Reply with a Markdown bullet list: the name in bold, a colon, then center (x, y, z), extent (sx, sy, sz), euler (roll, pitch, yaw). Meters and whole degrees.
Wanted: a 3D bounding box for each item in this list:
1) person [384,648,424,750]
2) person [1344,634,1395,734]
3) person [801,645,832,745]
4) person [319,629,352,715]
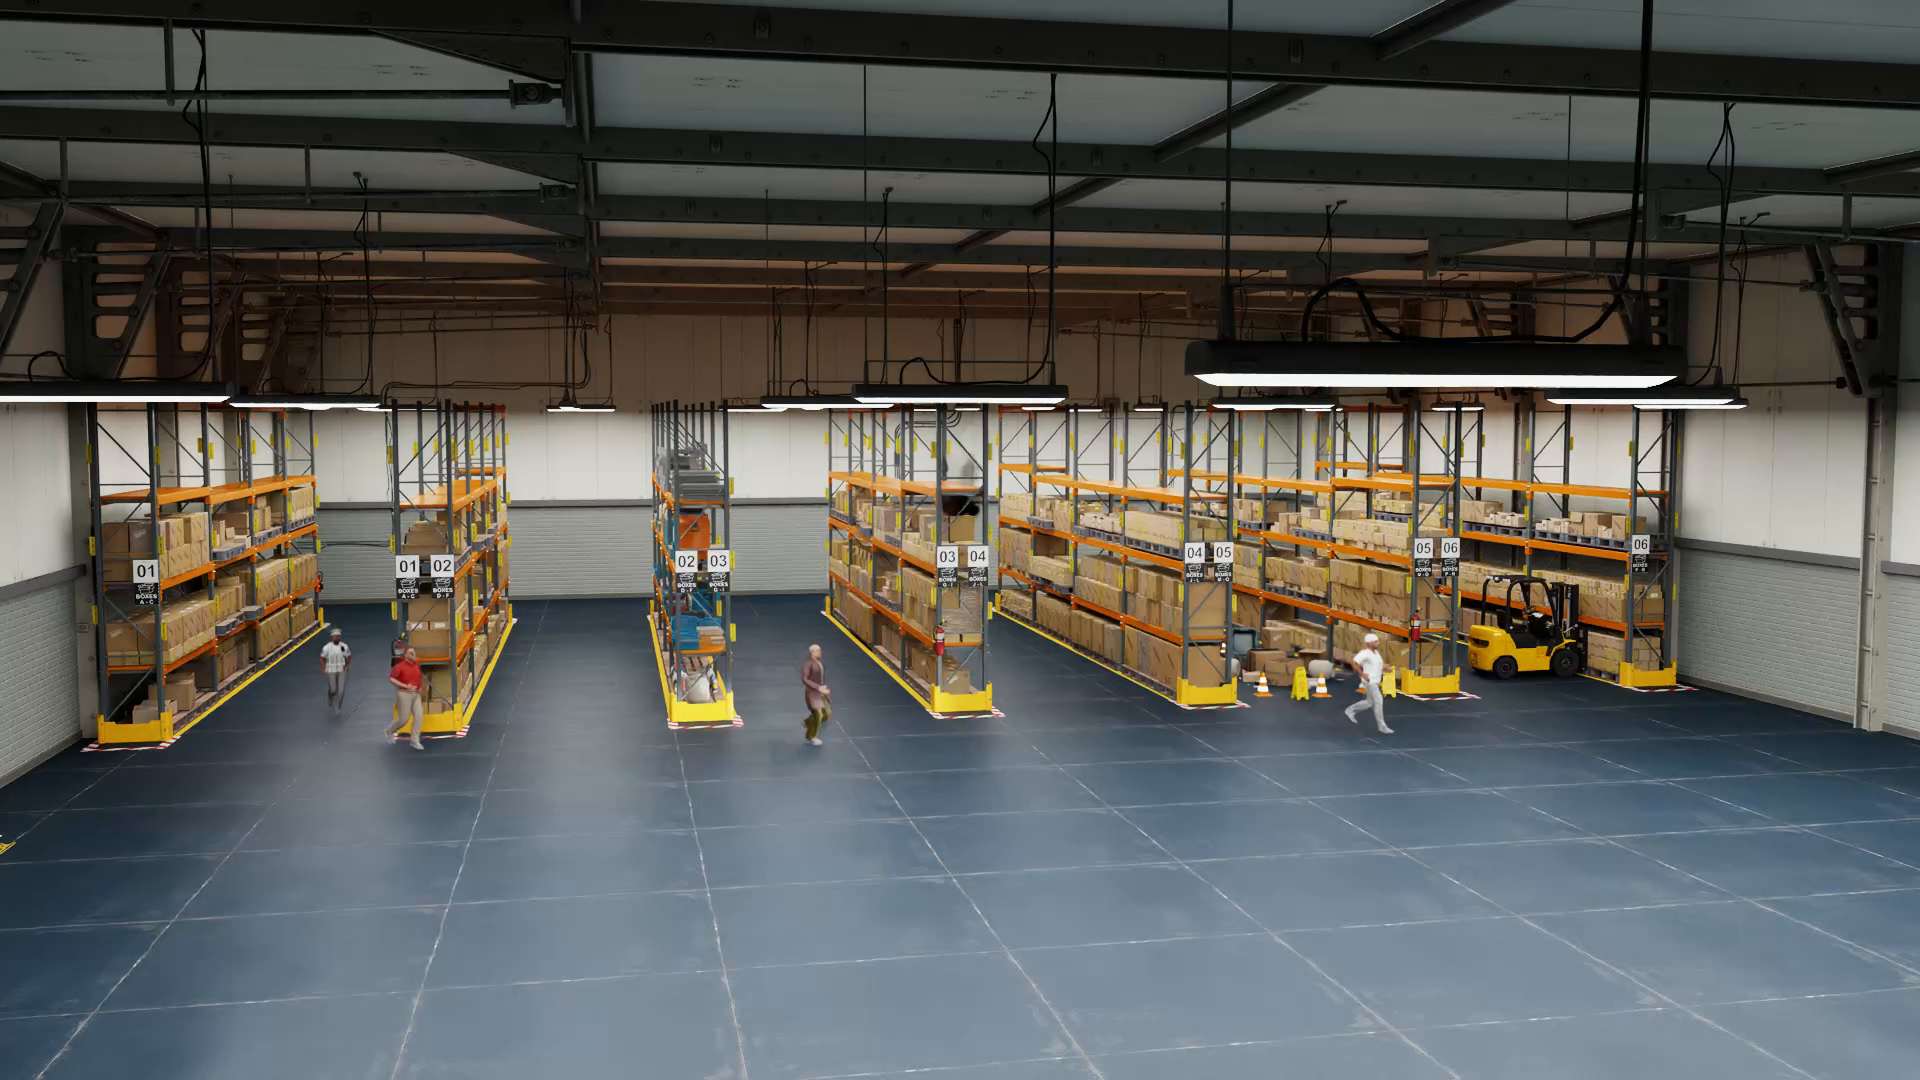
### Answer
- **person**: center (-9.515, 2.723, 28.671), extent (0.806, 1.743, 0.685), euler (2, 5, 29)
- **person**: center (7.407, 2.577, 30.031), extent (0.968, 1.773, 0.700), euler (3, 5, 31)
- **person**: center (-2.510, 2.679, 28.911), extent (0.651, 1.736, 0.748), euler (2, 5, 23)
- **person**: center (-11.900, 2.507, 31.745), extent (0.574, 1.649, 0.561), euler (-2, 5, -27)
